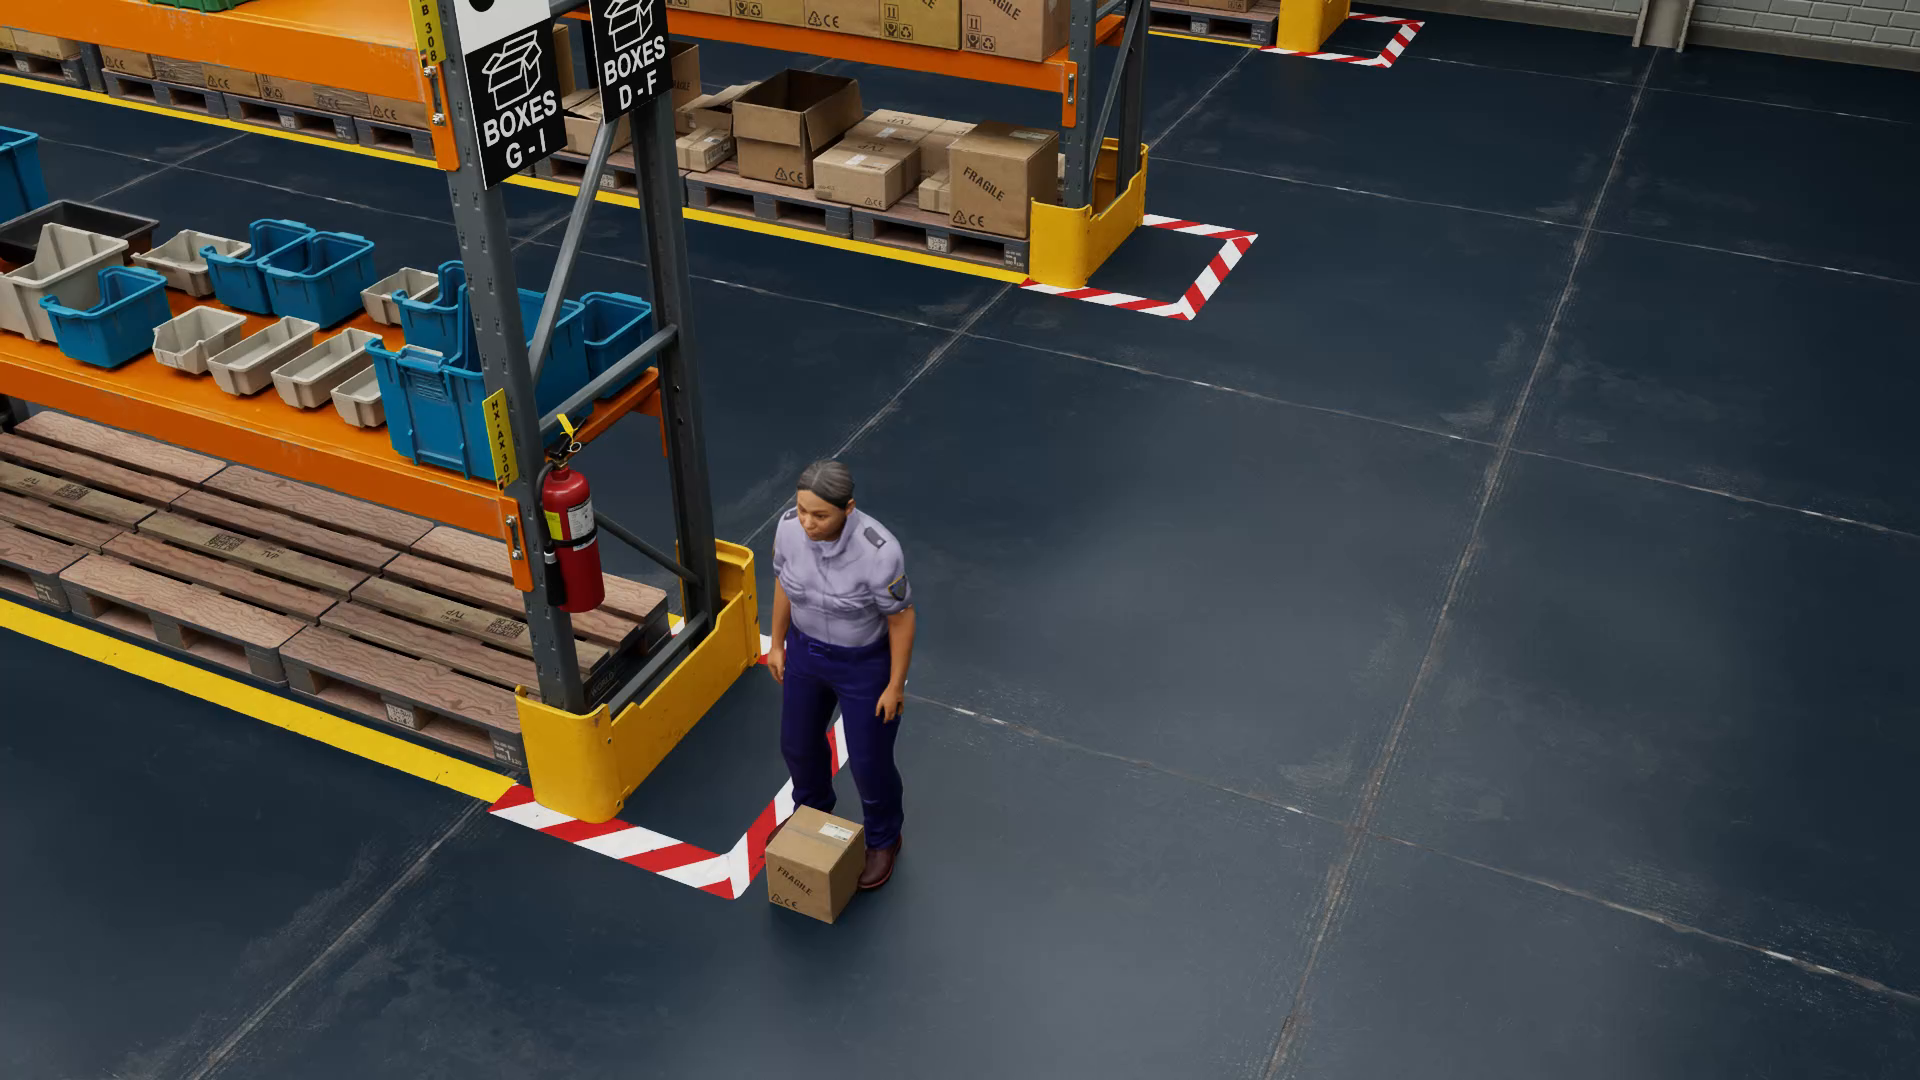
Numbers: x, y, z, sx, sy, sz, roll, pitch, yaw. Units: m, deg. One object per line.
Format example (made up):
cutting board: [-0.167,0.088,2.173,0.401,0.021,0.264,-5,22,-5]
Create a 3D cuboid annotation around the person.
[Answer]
person: [-0.399,0.416,5.529,0.539,1.652,0.370,17,37,23]
